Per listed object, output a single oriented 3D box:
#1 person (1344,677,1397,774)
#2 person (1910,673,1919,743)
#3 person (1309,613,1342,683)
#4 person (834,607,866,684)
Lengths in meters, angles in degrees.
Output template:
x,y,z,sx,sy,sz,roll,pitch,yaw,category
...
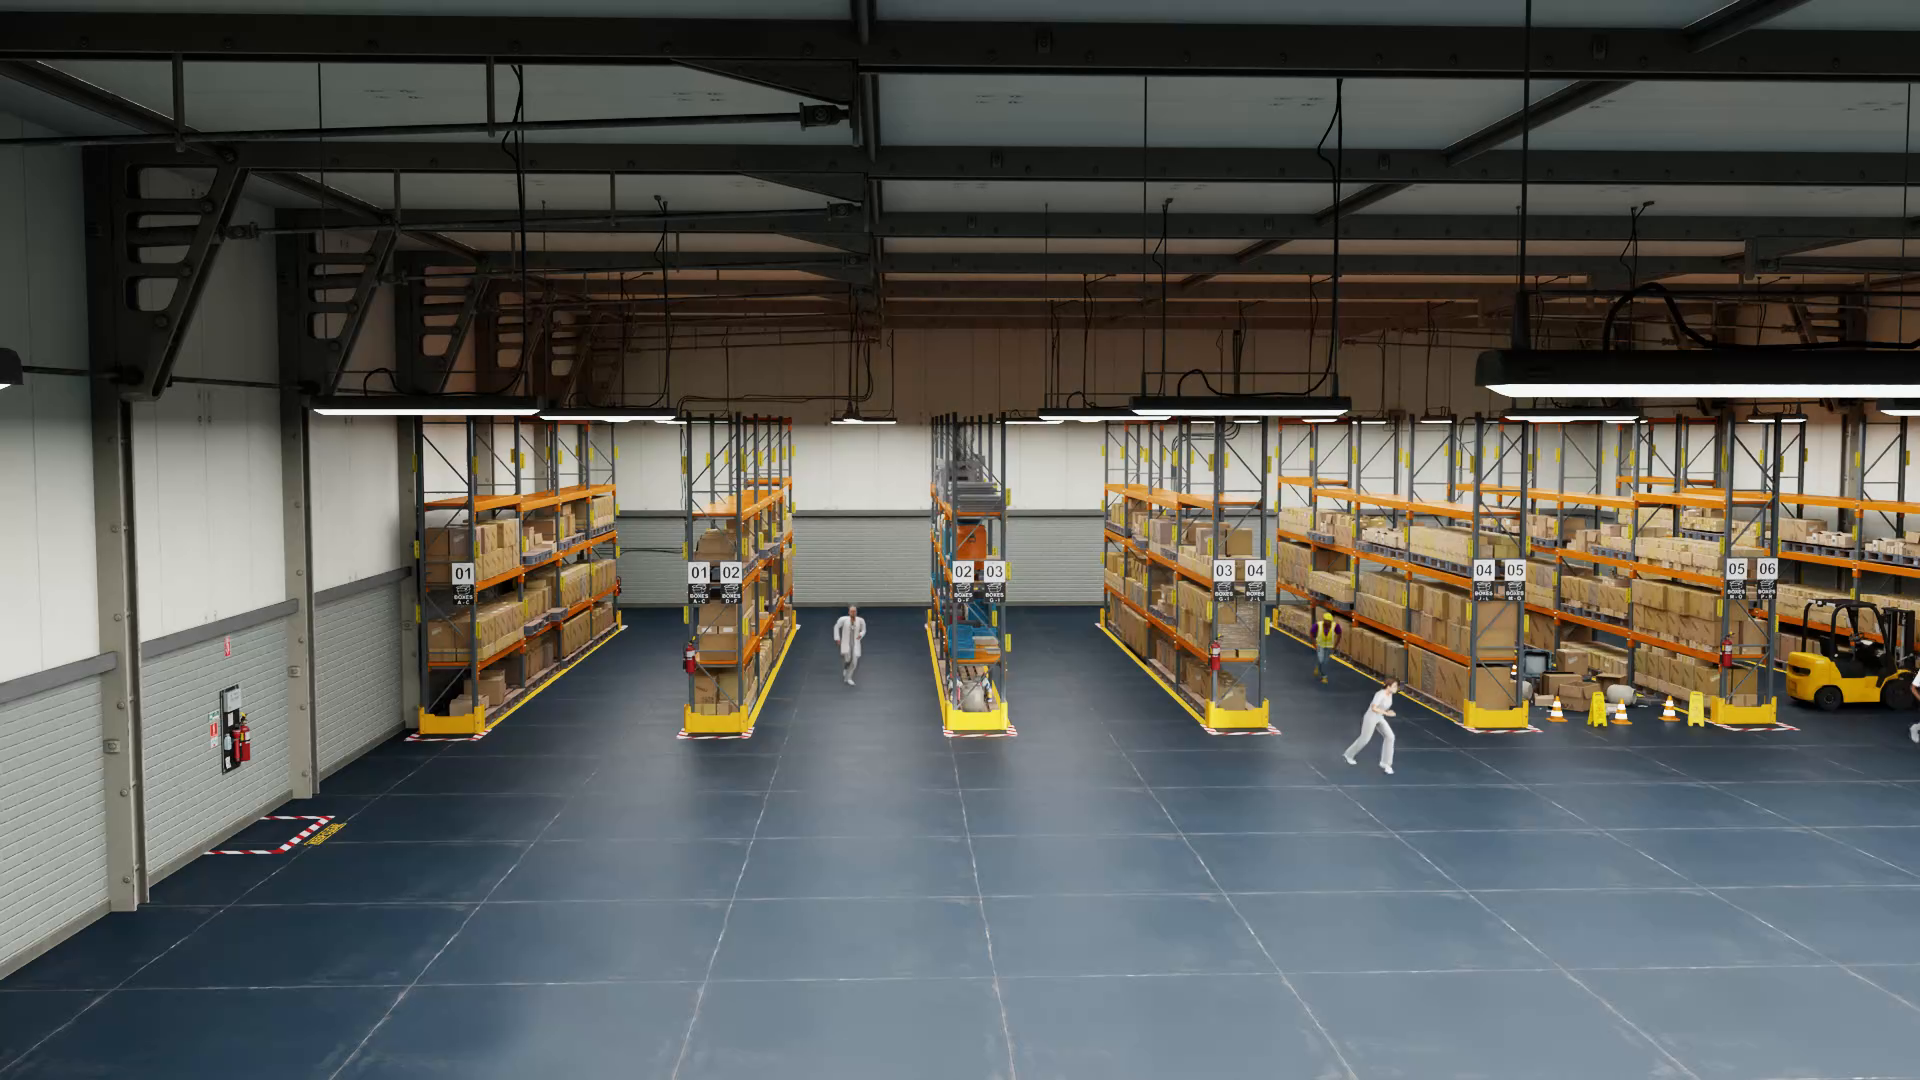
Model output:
x,y,z,sx,sy,sz,roll,pitch,yaw,category
6.861,3.066,27.767,0.954,1.625,0.606,3,5,41,person
17.122,2.878,29.306,0.715,1.721,0.597,-1,4,-15,person
8.203,2.395,37.387,0.714,1.608,1.030,0,4,2,person
-2.430,2.344,37.032,0.702,1.731,0.672,-1,4,-14,person
